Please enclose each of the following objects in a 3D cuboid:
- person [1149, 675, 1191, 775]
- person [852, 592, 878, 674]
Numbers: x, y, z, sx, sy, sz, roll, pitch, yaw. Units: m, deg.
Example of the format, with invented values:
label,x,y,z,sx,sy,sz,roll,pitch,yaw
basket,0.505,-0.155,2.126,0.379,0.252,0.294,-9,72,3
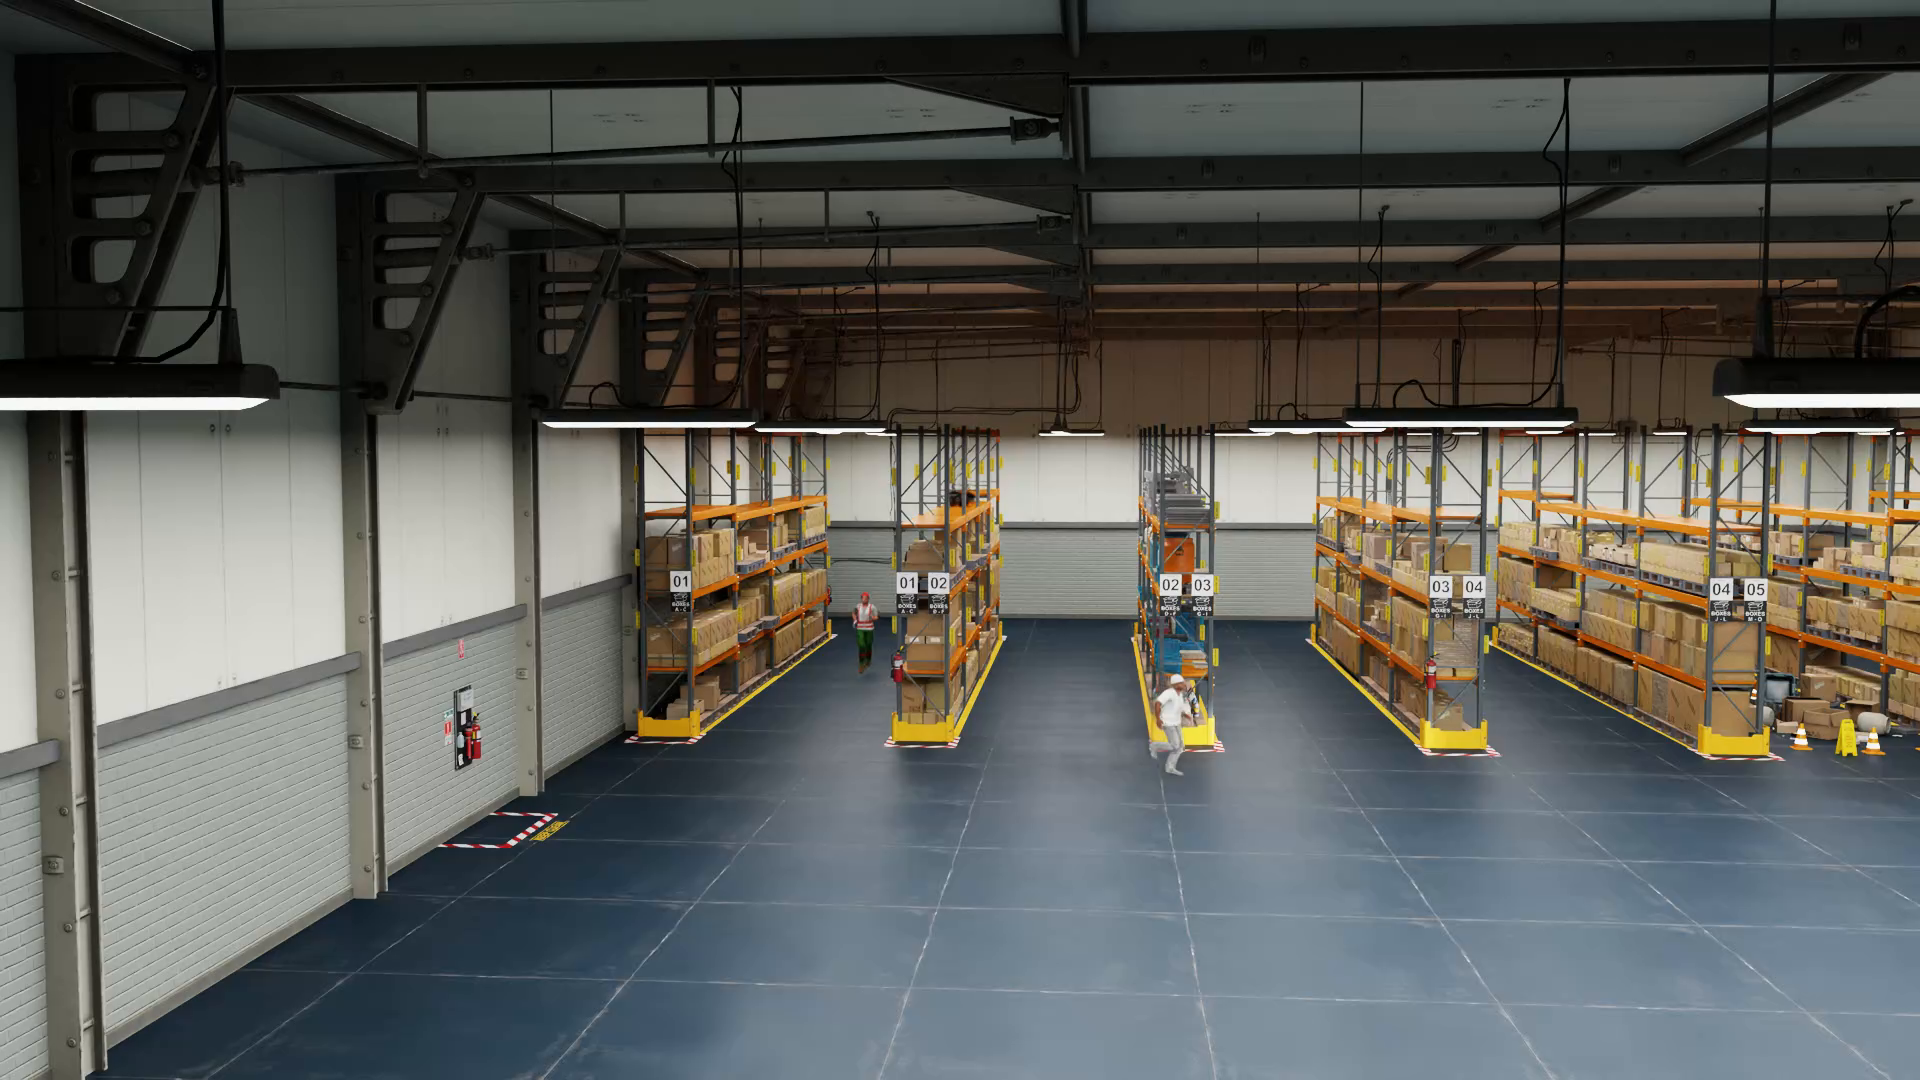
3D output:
label,x,y,z,sx,sy,sz,roll,pitch,yaw
person,3.588,3.152,28.469,0.698,1.717,0.741,2,4,34
person,-2.241,2.182,39.175,0.631,1.900,0.713,0,3,1
